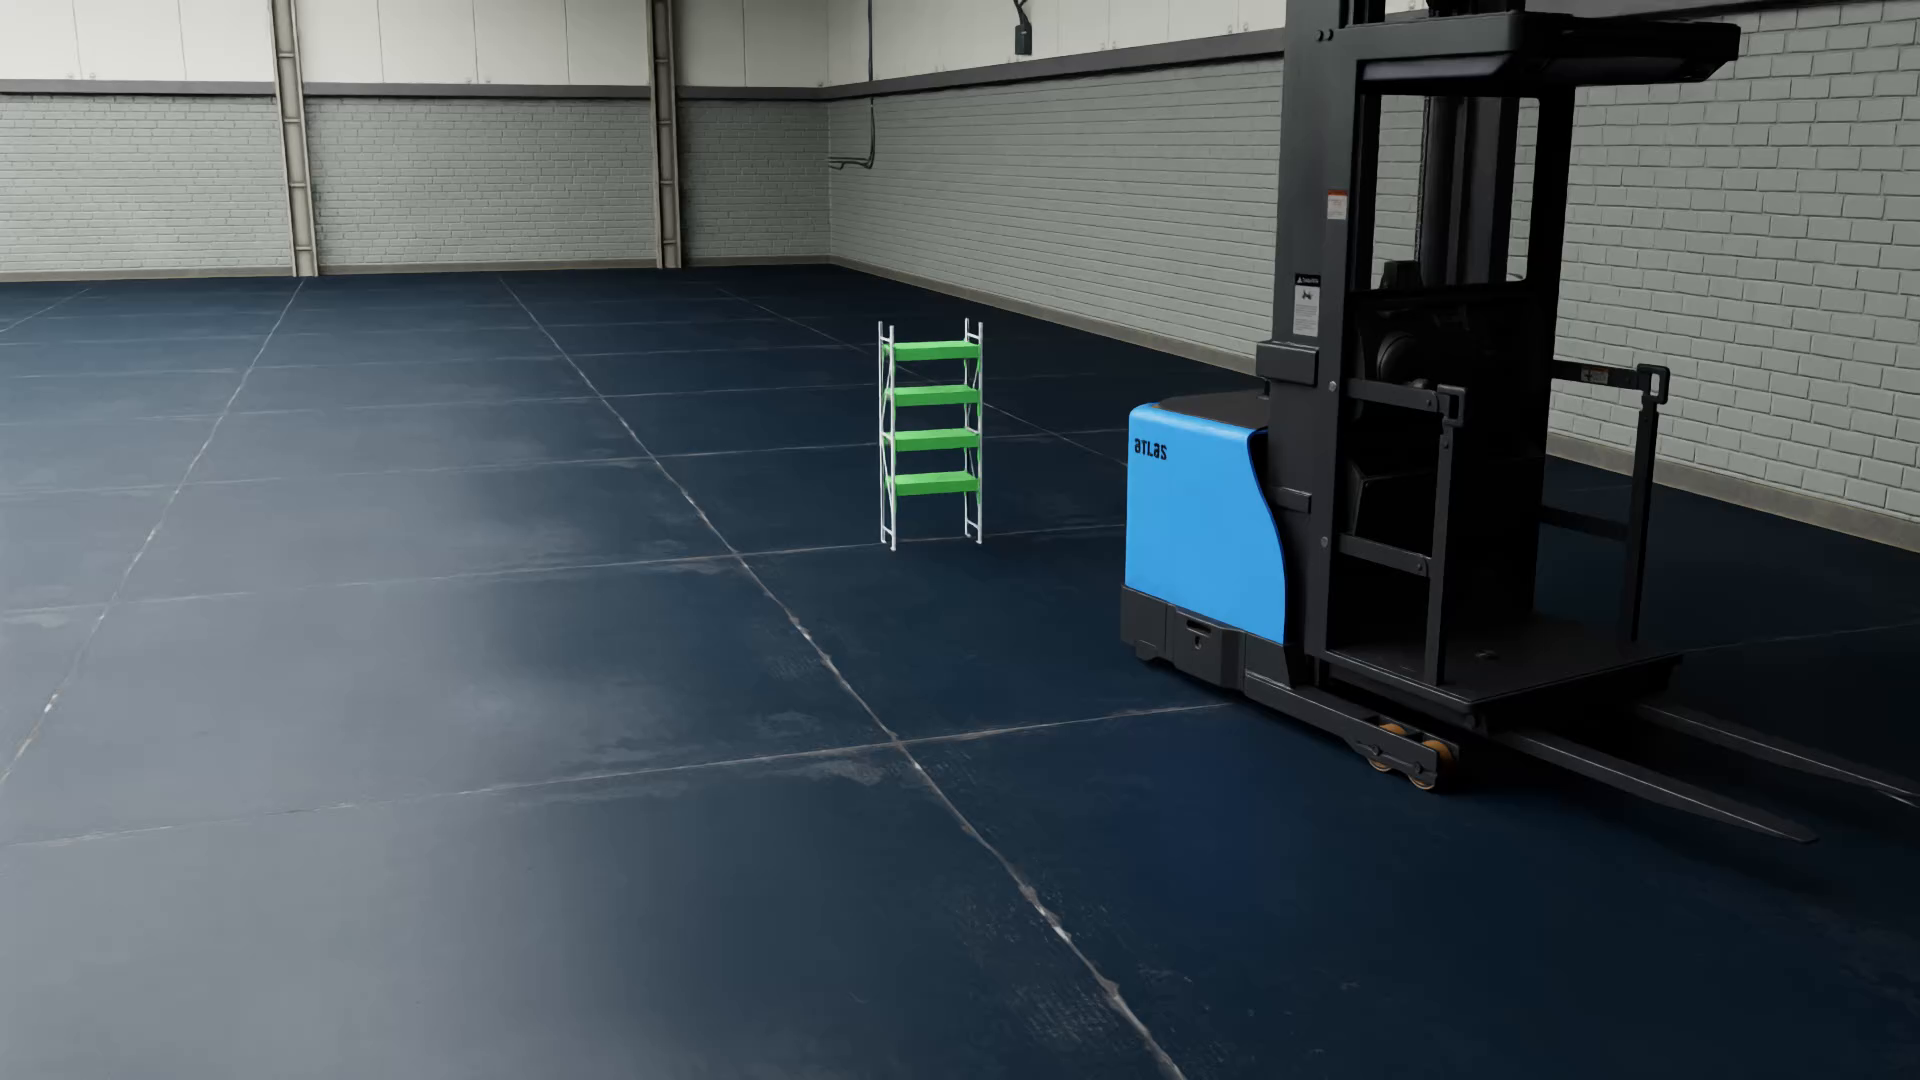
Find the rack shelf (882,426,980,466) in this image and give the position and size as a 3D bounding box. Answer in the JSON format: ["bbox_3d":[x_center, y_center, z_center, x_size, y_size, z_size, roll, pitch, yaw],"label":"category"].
[{"bbox_3d":[-0.157,-0.509,8.967,0.480,0.148,0.258,-4,14,-18],"label":"rack shelf"}]

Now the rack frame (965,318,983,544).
[{"bbox_3d":[0.074,-0.590,9.028,0.015,1.200,0.240,-4,14,-18],"label":"rack frame"}]

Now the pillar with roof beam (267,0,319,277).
[{"bbox_3d":[-9.455,-7.809,22.528,0.400,9.000,9.100,-4,14,-18],"label":"pillar with roof beam"}]

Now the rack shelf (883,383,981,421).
[{"bbox_3d":[-0.157,-0.743,8.912,0.480,0.148,0.258,-4,14,-18],"label":"rack shelf"}]

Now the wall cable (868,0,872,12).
[{"bbox_3d":[-1.065,-9.477,25.334,0.112,2.526,3.097,-4,14,-18],"label":"wall cable"}]

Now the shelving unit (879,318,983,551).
[{"bbox_3d":[-0.157,-0.572,8.953,0.503,1.200,0.258,-4,14,-18],"label":"shelving unit"}]

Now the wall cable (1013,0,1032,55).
[{"bbox_3d":[1.085,-8.695,18.902,0.169,6.003,2.305,-4,14,-18],"label":"wall cable"}]

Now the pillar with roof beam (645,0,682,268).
[{"bbox_3d":[-3.769,-8.252,24.389,0.400,9.000,9.100,-4,14,-18],"label":"pillar with roof beam"}]

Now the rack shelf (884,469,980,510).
[{"bbox_3d":[-0.157,-0.276,9.023,0.480,0.148,0.258,-4,14,-18],"label":"rack shelf"}]

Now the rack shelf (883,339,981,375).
[{"bbox_3d":[-0.157,-0.976,8.856,0.480,0.148,0.258,-4,14,-18],"label":"rack shelf"}]

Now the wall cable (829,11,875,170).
[{"bbox_3d":[-1.928,-7.613,28.413,0.112,2.526,3.097,-4,14,-18],"label":"wall cable"}]

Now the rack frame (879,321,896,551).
[{"bbox_3d":[-0.388,-0.553,8.877,0.015,1.200,0.240,-4,14,-18],"label":"rack frame"}]

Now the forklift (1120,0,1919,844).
[{"bbox_3d":[1.870,-0.706,5.776,1.130,2.935,3.031,-8,16,-30],"label":"forklift"}]
